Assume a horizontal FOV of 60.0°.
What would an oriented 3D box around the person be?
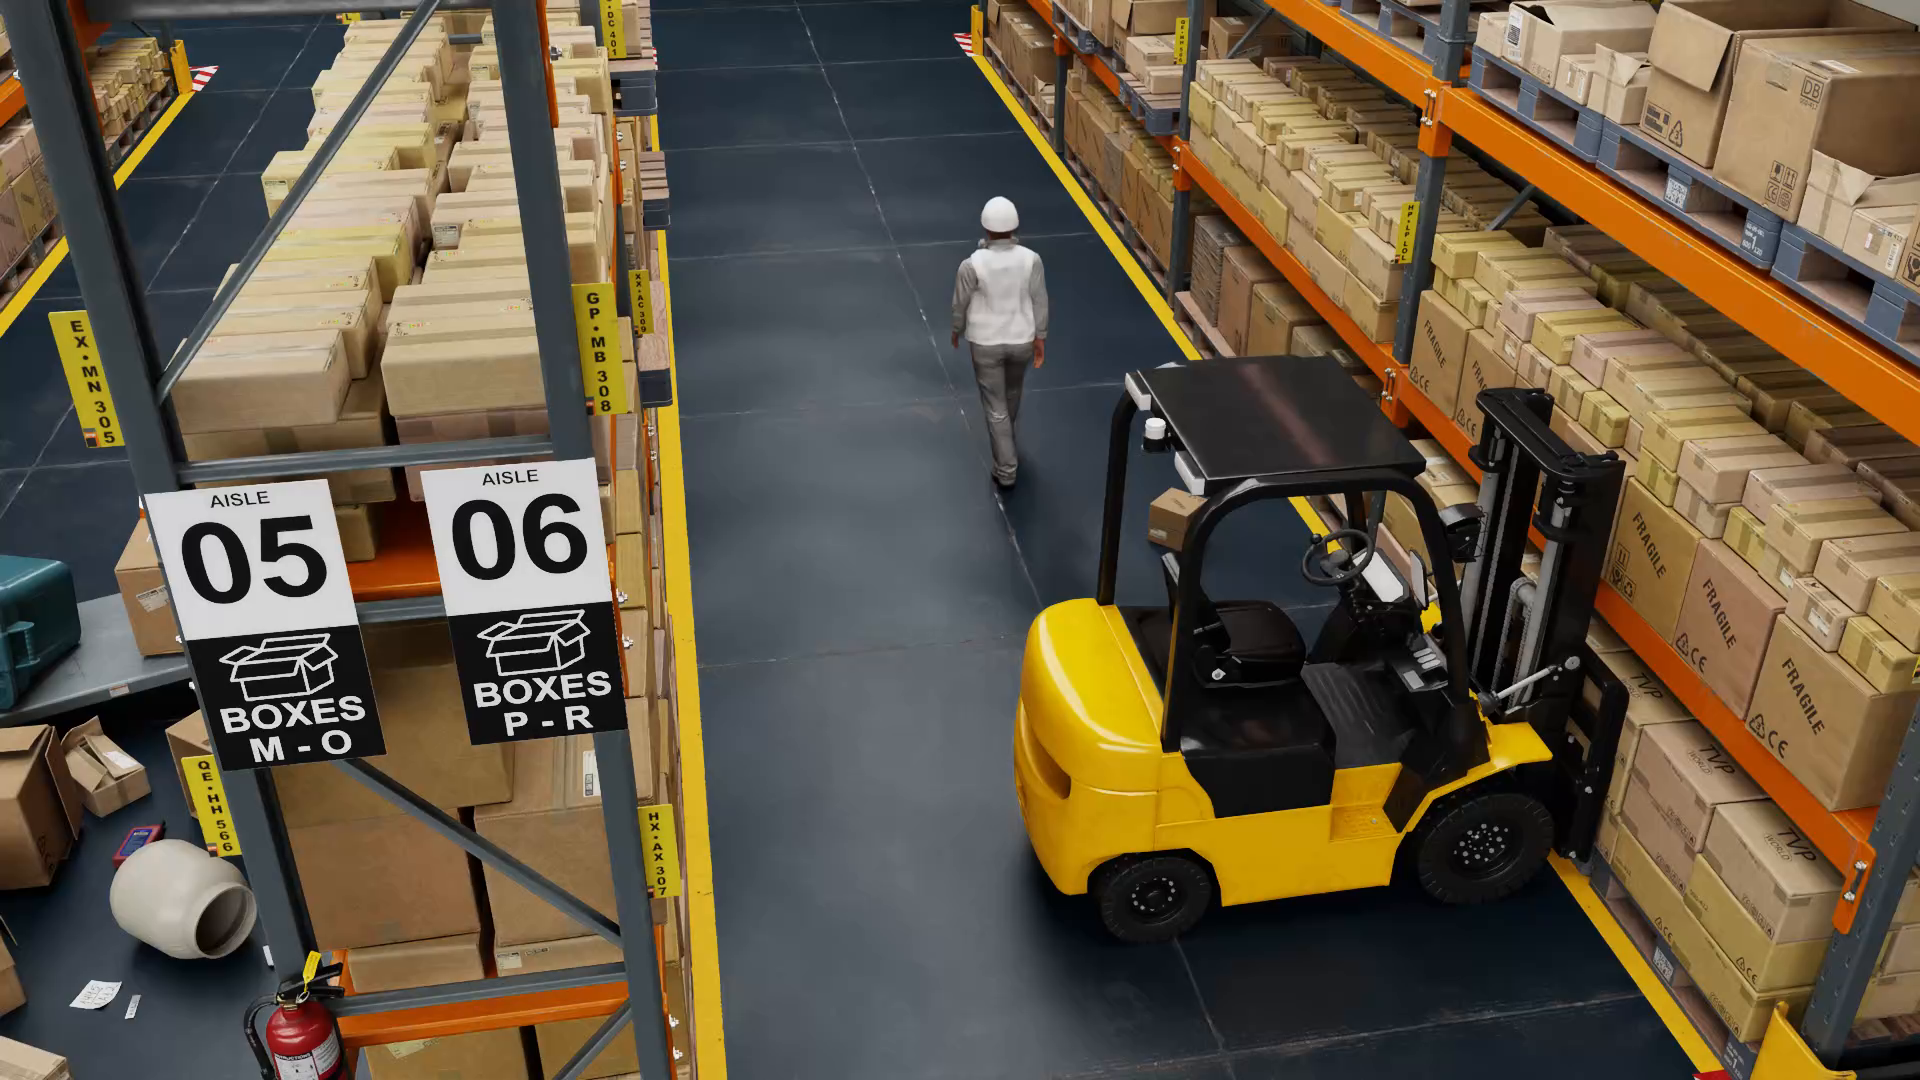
[{"bbox_3d":[0.222,-1.262,10.257,0.566,1.769,0.871,-8,31,-14],"label":"person"}]
